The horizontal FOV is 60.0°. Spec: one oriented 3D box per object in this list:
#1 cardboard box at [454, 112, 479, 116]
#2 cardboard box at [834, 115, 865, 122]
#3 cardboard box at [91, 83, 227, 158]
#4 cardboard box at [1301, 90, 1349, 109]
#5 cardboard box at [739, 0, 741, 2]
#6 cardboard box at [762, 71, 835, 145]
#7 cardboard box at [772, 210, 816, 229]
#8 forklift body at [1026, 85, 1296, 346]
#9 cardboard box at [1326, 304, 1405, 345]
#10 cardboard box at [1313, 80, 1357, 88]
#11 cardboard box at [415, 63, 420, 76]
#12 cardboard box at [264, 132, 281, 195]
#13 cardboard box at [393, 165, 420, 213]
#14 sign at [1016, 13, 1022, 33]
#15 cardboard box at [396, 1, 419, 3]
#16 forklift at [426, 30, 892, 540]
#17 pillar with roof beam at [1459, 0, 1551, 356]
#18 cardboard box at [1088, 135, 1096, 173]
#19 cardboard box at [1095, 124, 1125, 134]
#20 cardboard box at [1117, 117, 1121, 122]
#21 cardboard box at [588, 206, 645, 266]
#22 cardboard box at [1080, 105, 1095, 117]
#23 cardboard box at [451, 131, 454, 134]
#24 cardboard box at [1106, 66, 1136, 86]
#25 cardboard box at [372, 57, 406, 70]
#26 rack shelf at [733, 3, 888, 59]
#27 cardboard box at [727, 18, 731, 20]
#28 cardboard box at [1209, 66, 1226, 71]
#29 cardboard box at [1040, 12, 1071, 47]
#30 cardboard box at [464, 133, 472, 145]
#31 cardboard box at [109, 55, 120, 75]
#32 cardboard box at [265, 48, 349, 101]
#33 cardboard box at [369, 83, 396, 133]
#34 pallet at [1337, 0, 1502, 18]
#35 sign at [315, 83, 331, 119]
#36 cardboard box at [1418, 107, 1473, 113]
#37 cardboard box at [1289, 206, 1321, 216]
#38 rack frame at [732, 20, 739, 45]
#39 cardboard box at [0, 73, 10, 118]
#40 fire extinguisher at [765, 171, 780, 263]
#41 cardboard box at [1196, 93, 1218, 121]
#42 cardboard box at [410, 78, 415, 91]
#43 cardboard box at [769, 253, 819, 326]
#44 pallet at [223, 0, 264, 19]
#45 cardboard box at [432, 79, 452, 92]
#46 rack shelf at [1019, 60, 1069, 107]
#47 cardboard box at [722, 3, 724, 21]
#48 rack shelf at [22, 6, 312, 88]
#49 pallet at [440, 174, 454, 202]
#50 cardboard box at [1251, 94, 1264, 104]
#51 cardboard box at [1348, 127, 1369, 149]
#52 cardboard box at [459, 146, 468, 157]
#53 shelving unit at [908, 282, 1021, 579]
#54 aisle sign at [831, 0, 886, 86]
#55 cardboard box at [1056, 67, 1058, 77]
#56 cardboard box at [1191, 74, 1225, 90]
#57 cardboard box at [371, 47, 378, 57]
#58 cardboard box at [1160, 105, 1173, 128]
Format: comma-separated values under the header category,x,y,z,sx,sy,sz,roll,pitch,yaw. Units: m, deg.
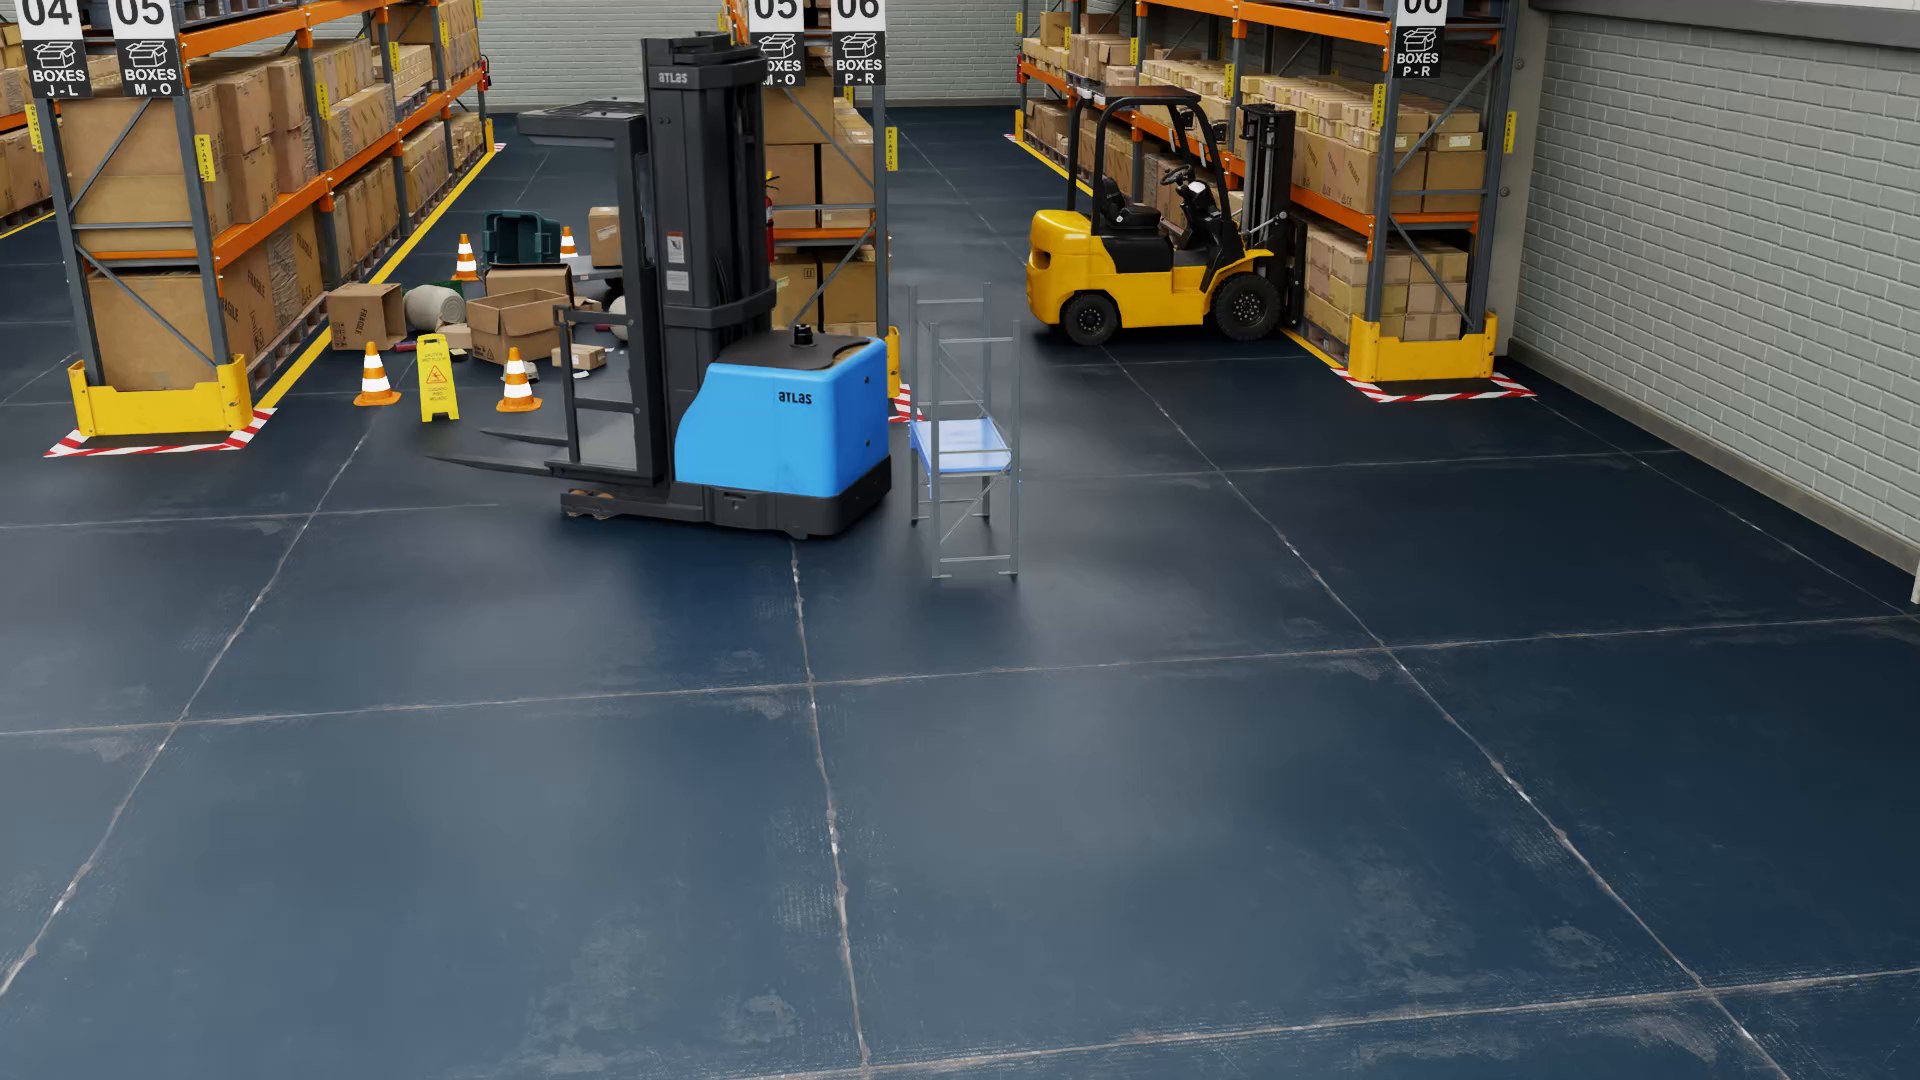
category,x,y,z,sx,sy,sz,roll,pitch,yaw
cardboard box,-7.928,-6.772,26.684,0.380,0.149,0.250,-3,21,-7
cardboard box,-1.093,-3.443,14.579,0.500,0.500,0.500,-3,21,-9
cardboard box,-6.135,-3.155,12.619,0.875,0.550,0.550,-3,21,-8
cardboard box,3.340,-4.021,15.200,0.380,0.149,0.250,-3,21,-8
cardboard box,-1.556,-4.539,13.584,0.500,0.250,0.500,-2,21,-6
cardboard box,-1.355,-3.368,12.949,0.700,0.500,0.500,-3,21,-9
cardboard box,-1.331,-2.548,13.111,0.380,0.149,0.250,-2,21,-6
forklift body,1.768,-2.966,15.083,2.313,2.155,1.214,-3,21,-8
cardboard box,3.466,-1.854,14.224,0.500,0.250,0.500,-3,21,-7
cardboard box,3.661,-4.399,16.211,0.380,0.149,0.250,-3,21,-8
cardboard box,-7.274,-6.146,21.719,0.380,0.149,0.250,-4,21,-11
cardboard box,-6.397,-3.209,14.305,0.875,0.550,0.550,-3,21,-8
cardboard box,-6.952,-4.316,20.457,0.500,0.500,0.500,-4,21,-10
sign,1.003,-8.717,28.030,0.100,0.325,0.005,-3,21,-8
cardboard box,-8.154,-7.578,24.221,0.500,0.500,0.500,-2,21,-6
forklift,-2.023,-1.666,10.489,3.031,2.935,1.130,7,22,18
pillar with roof beam,0.378,-5.679,12.559,9.100,9.000,0.400,-3,21,-8
cardboard box,2.118,-5.444,23.477,0.500,0.500,0.500,-4,21,-9
cardboard box,2.122,-5.783,23.458,0.380,0.149,0.250,-3,21,-8
cardboard box,2.498,-6.080,24.252,0.380,0.149,0.250,-3,21,-8
cardboard box,-3.399,-3.016,16.494,0.500,0.500,0.500,-3,21,-8
cardboard box,1.965,-6.288,24.385,0.380,0.149,0.250,-3,21,-9
cardboard box,-7.590,-5.871,24.271,0.380,0.149,0.250,-3,21,-9
cardboard box,2.221,-6.044,21.726,0.500,0.250,0.500,-4,21,-10
cardboard box,-7.128,-5.923,20.697,0.380,0.149,0.250,-2,21,-5
rack shelf,-1.353,-4.308,14.204,1.077,0.370,4.000,-3,21,-8
cardboard box,-2.915,-6.876,22.767,0.500,0.500,0.500,-3,21,-8
cardboard box,3.130,-5.464,19.487,0.380,0.149,0.250,-3,21,-8
cardboard box,1.555,-8.069,26.251,0.500,0.500,0.500,-2,21,-6
cardboard box,-7.647,-6.093,25.291,0.380,0.149,0.250,-3,21,-7
cardboard box,-12.620,-6.970,24.380,0.500,0.250,0.500,-3,21,-8
cardboard box,-6.823,-4.862,17.376,0.700,0.500,0.500,-3,21,-8
cardboard box,-6.771,-4.937,19.005,0.500,0.500,0.500,-3,21,-8
pallet,3.770,-4.409,13.573,1.003,0.211,1.213,-3,21,-8
sign,-5.977,-4.119,15.606,0.100,0.325,0.005,-3,21,-8
cardboard box,4.033,-3.511,13.835,0.380,0.149,0.250,-2,21,-6
cardboard box,3.176,-3.028,15.938,0.500,0.250,0.500,-2,21,-6
rack frame,-2.218,-5.317,20.166,1.000,3.000,0.127,-3,21,-8
cardboard box,-11.980,-5.402,20.249,0.500,0.500,0.500,-3,21,-9
fire extinguisher,-1.505,-2.448,12.595,0.296,0.674,0.183,-3,21,-8
cardboard box,2.864,-4.683,17.967,0.500,0.250,0.500,-3,21,-9
cardboard box,-7.196,-5.826,21.286,0.380,0.149,0.250,-4,21,-10
cardboard box,-1.439,-2.072,13.733,0.500,0.500,0.500,-3,21,-7
pallet,-6.245,-4.306,13.298,1.003,0.211,1.213,-3,21,-8
cardboard box,-7.396,-6.414,23.462,0.380,0.149,0.250,-2,21,-6
rack shelf,1.828,-7.309,26.527,1.077,0.370,4.000,-3,21,-8
cardboard box,-3.584,-8.422,26.906,0.500,0.500,0.500,-3,21,-9
rack shelf,-6.237,-4.023,13.442,1.077,0.370,4.000,-3,21,-8
pallet,-7.565,-4.842,22.878,1.003,0.211,1.213,-3,21,-8
cardboard box,3.094,-4.321,16.429,0.380,0.149,0.250,-2,21,-6
cardboard box,3.453,-3.343,13.809,0.380,0.149,0.250,-3,21,-7
cardboard box,-7.640,-5.868,25.115,0.380,0.149,0.250,-3,21,-9
shelving unit,0.012,-0.673,9.875,0.538,1.500,1.048,-3,21,-8
aisle sign,-0.749,-3.759,12.279,0.394,0.787,0.004,-3,21,-8
cardboard box,1.689,-7.204,25.576,0.380,0.149,0.250,-2,21,-6
cardboard box,2.787,-5.083,18.467,0.380,0.149,0.250,-3,21,-7
cardboard box,-8.031,-6.519,22.293,0.380,0.149,0.250,-2,21,-6
cardboard box,2.664,-4.980,19.478,0.500,0.250,0.500,-4,21,-10
